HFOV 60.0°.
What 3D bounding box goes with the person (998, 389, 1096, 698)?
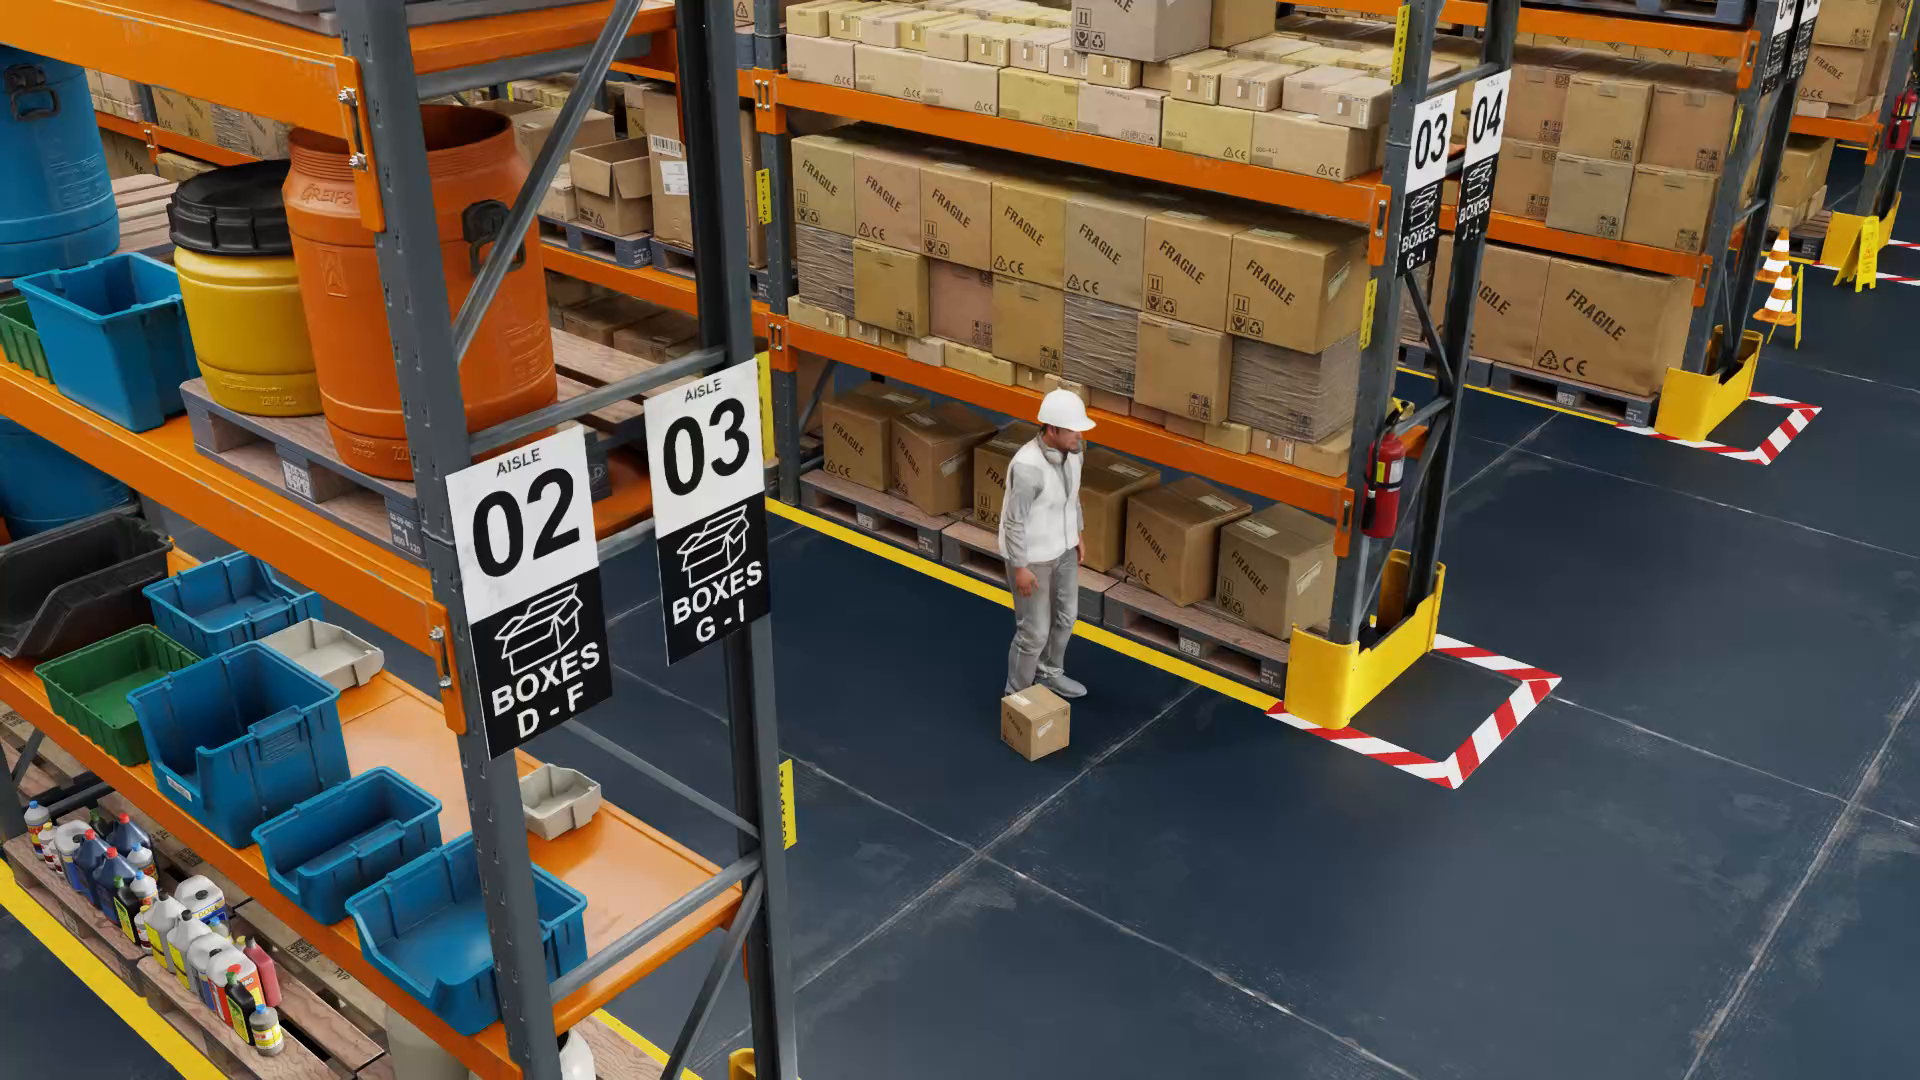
[{"bbox_3d":[0.442,0.060,8.473,0.464,1.771,0.581,19,33,33],"label":"person"}]
